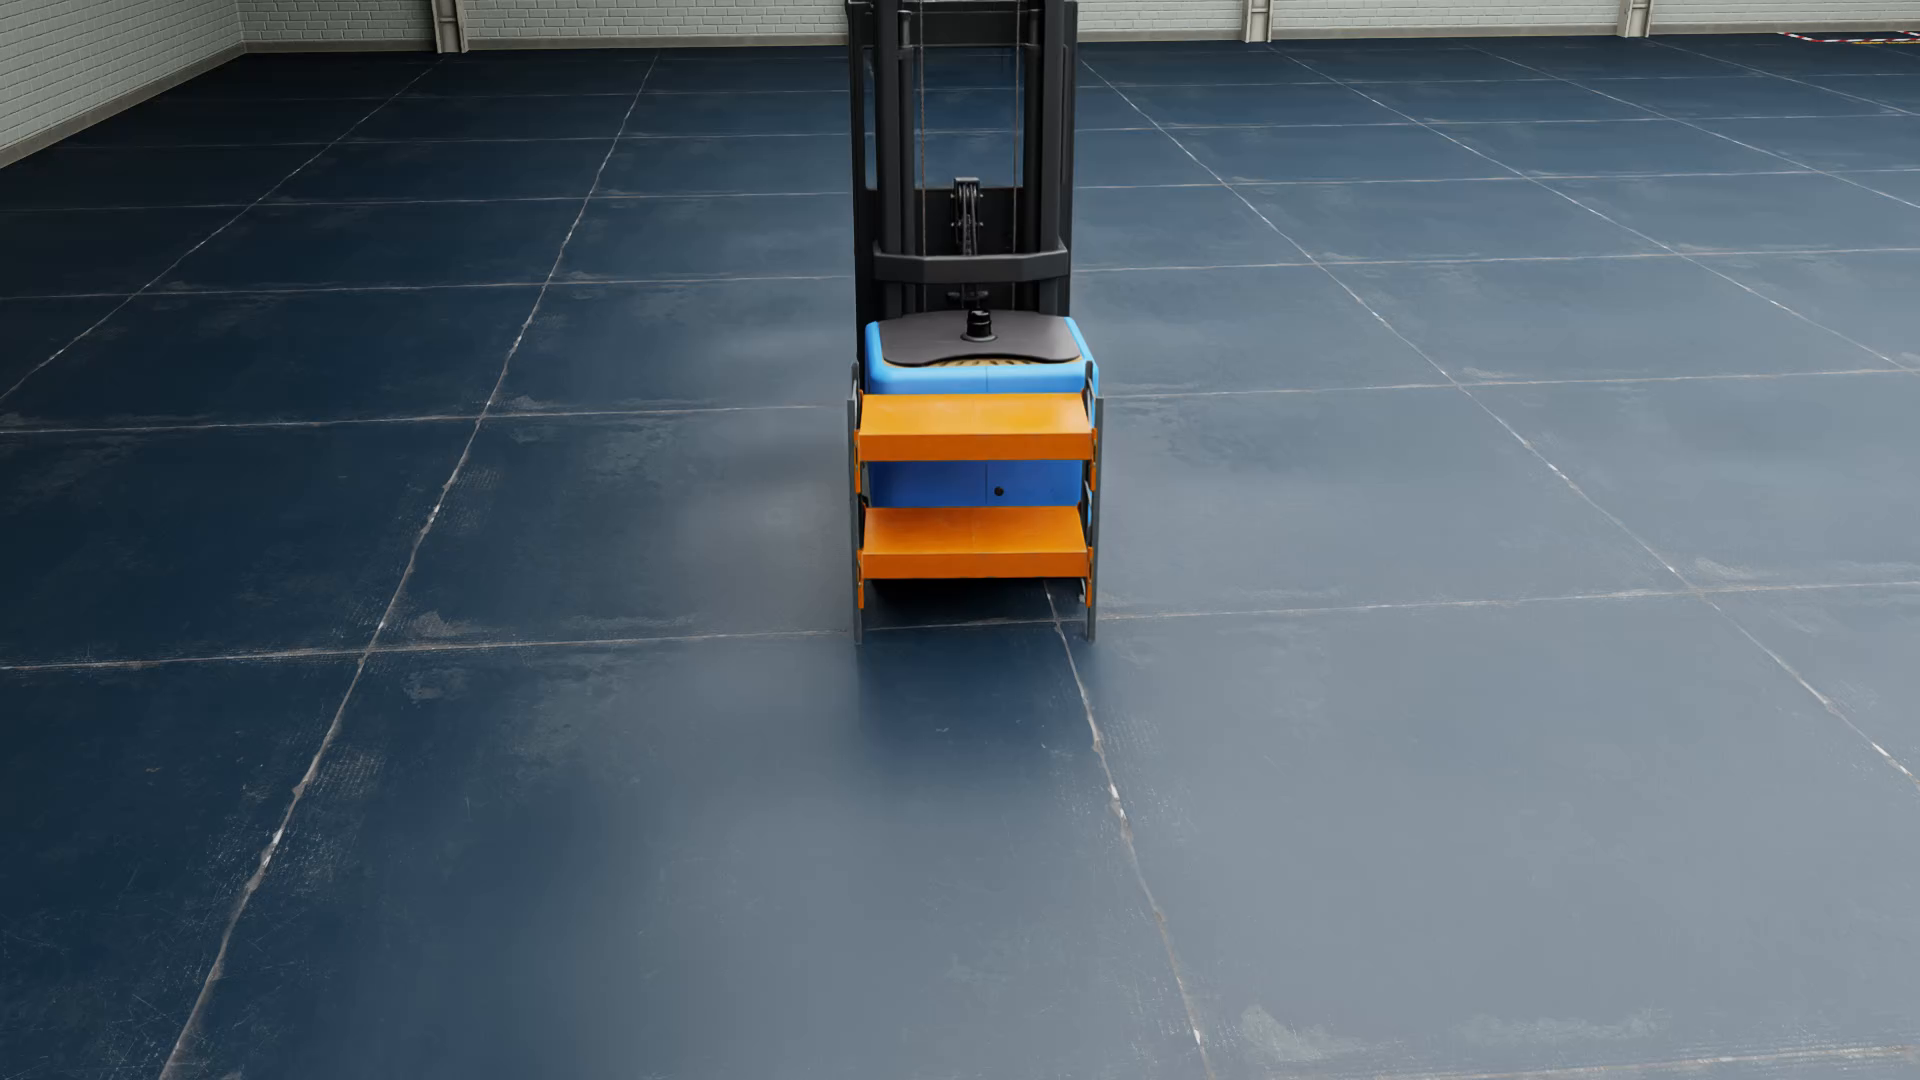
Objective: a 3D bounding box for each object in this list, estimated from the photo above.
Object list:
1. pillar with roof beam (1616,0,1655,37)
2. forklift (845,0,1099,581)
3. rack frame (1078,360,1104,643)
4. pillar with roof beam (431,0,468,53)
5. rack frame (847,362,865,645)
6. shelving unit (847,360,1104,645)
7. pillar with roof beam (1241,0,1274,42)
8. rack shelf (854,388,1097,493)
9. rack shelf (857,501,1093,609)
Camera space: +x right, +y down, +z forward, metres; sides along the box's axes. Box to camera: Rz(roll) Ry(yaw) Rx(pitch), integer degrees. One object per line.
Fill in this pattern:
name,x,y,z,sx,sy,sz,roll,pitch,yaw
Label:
pillar with roof beam,10.915,-10.245,20.219,0.400,9.000,9.100,-2,24,-5
forklift,-0.008,-1.711,8.491,1.130,2.935,3.031,-2,24,-4
rack frame,0.567,-0.168,7.242,0.032,1.125,0.500,-1,24,-1
pillar with roof beam,-6.998,-9.526,18.603,0.400,9.000,9.100,-2,24,-5
rack frame,-0.449,-0.158,7.221,0.032,1.125,0.500,-1,24,-1
shelving unit,0.059,-0.163,7.232,1.048,1.125,0.538,-1,24,-1
pillar with roof beam,4.944,-10.005,19.681,0.400,9.000,9.100,-2,24,-5
rack shelf,0.059,-0.430,7.113,1.000,0.278,0.538,-1,24,-1
rack shelf,0.059,0.061,7.331,1.000,0.278,0.538,-1,24,-1
